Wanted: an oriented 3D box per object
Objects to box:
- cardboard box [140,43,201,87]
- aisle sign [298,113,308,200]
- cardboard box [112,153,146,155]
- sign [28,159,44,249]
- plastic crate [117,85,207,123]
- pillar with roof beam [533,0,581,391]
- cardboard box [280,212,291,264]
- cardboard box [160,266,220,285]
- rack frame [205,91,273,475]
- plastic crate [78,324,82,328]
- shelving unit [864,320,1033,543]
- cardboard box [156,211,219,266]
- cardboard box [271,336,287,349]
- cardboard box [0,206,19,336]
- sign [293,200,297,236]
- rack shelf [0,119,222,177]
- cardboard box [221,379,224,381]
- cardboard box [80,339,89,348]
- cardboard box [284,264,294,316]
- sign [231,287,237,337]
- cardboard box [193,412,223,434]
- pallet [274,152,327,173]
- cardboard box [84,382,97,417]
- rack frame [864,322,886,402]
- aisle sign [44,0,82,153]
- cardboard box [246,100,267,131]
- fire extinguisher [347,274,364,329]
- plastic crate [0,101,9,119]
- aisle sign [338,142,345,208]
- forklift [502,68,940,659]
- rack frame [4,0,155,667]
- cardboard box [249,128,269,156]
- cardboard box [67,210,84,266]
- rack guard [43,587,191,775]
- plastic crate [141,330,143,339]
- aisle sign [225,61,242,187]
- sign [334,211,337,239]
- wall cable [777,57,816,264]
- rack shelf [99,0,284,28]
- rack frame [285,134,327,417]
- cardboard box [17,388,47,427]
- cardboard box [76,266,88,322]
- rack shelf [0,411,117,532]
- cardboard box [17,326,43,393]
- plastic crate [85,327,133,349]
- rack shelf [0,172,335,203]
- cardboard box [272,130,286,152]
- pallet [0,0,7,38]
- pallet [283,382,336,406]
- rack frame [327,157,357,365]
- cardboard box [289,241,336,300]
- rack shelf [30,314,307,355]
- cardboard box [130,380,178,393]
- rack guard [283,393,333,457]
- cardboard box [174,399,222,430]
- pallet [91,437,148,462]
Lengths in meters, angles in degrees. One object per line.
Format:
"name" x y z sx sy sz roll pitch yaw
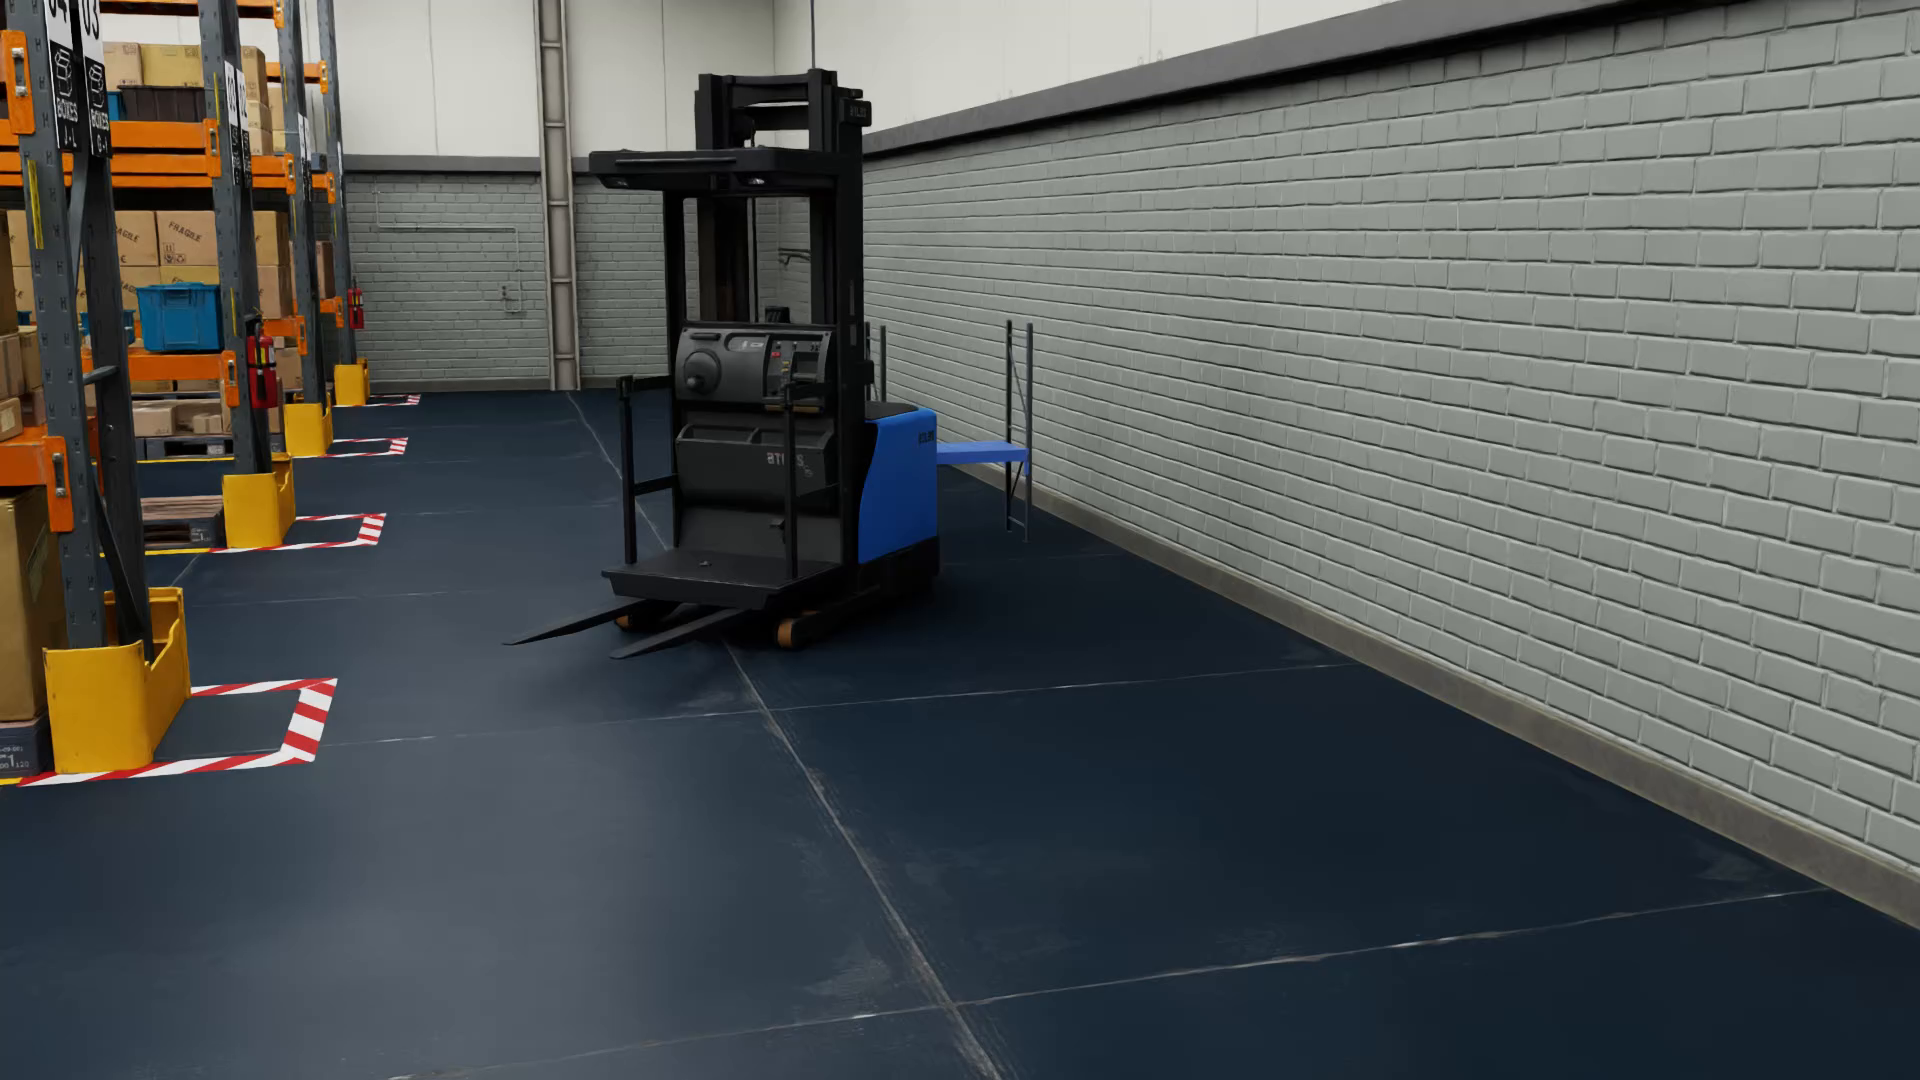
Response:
"cardboard box" -7.340 -4.358 15.610 0.500 0.500 0.700 -3 11 -16
"aisle sign" -6.197 -3.610 15.690 0.004 0.787 0.394 -3 11 -16
"cardboard box" -7.727 -3.660 15.271 0.500 0.250 0.500 -3 11 -16
"sign" -3.444 -1.250 6.198 0.005 0.325 0.100 -3 11 -16
"plastic crate" -5.414 -2.960 11.415 0.590 0.269 0.497 -3 11 -16
"pillar with roof beam" -4.182 -5.731 17.823 0.400 9.000 9.100 -3 11 -16
"cardboard box" -6.847 -2.945 16.223 0.500 0.500 0.500 -3 11 -14
"cardboard box" -7.199 -2.333 15.660 0.500 0.500 0.500 -3 11 -15
"rack frame" -4.967 -1.520 11.517 0.127 3.000 1.000 -3 11 -16
"plastic crate" -6.278 -1.428 11.582 0.298 0.136 0.250 -3 11 -16
"shelving unit" -0.082 -0.733 11.387 1.048 1.500 0.538 -3 11 -16
"cardboard box" -7.183 -2.826 15.574 0.500 0.500 0.500 -3 11 -14
"cardboard box" -8.452 -2.447 20.507 0.250 0.149 0.380 -3 11 -17
"cardboard box" -3.977 -1.030 6.377 0.500 0.500 0.500 -3 11 -15
"sign" -6.212 -3.008 15.533 0.005 0.325 0.100 -3 11 -16
"rack shelf" -6.887 -2.540 10.761 4.000 0.370 1.077 -3 11 -16
"cardboard box" -8.860 -2.141 20.636 0.500 0.500 0.700 -3 11 -16
"cardboard box" -10.450 -2.341 19.933 0.250 0.149 0.380 -3 11 -14
"cardboard box" -6.847 -2.454 16.313 0.500 0.500 0.500 -3 11 -15
"sign" -4.797 -1.505 10.987 0.005 0.325 0.100 -3 11 -16
"cardboard box" -7.215 -1.129 16.004 0.250 0.166 0.380 -3 11 -16
"pallet" -8.445 -4.634 20.395 1.213 0.211 1.003 -3 11 -16
"cardboard box" -8.386 -1.263 15.803 0.637 0.503 0.797 -3 11 -16
"rack frame" -0.570 -0.708 11.247 0.032 1.500 0.500 -3 11 -16
"aisle sign" -3.429 -1.889 6.341 0.004 0.787 0.394 -3 11 -16
"cardboard box" -6.770 -3.958 15.510 0.500 0.250 0.500 -3 11 -16
"fire extinguisher" -7.462 -2.948 20.519 0.183 0.674 0.296 -3 11 -16
"plastic crate" -6.511 -2.935 11.091 0.767 0.338 0.504 -3 11 -16
"aisle sign" -7.583 -4.472 20.373 0.004 0.787 0.394 -3 11 -16
"forklift" -1.196 -0.968 8.711 1.130 2.935 3.031 5 11 24
"rack frame" -3.582 -0.659 6.840 0.127 3.000 1.000 -3 11 -16
"cardboard box" -6.767 -3.711 15.547 0.500 0.250 0.500 -3 11 -16
"cardboard box" -8.173 -2.773 15.286 0.500 0.500 0.500 -3 11 -14
"rack guard" -3.559 0.569 7.073 0.348 0.500 1.175 -3 11 -16
"plastic crate" -5.627 -1.463 11.769 0.298 0.136 0.250 -3 11 -16
"aisle sign" -4.816 -2.751 11.025 0.004 0.787 0.394 -3 11 -16
"sign" -7.598 -3.833 20.230 0.005 0.325 0.100 -3 11 -16
"wall cable" -2.205 -4.889 21.827 0.112 2.526 3.097 -3 11 -16
"rack shelf" -8.268 -4.875 15.168 4.000 0.370 1.077 -3 11 -16
"rack frame" -6.348 -2.381 16.196 0.127 3.000 1.000 -3 11 -16
"cardboard box" -4.016 -0.575 7.077 0.250 0.149 0.380 -3 11 -15
"cardboard box" -8.163 -2.284 15.390 0.500 0.500 0.500 -3 11 -17
"rack shelf" -5.503 -0.204 6.356 4.000 0.370 1.077 -3 11 -16
"cardboard box" -4.119 -0.754 6.950 0.500 0.250 0.500 -3 11 -17
"plastic crate" -5.699 -1.347 11.140 0.243 0.136 0.396 -3 11 -16
"rack shelf" -9.656 -4.262 20.116 4.000 0.370 1.077 -3 11 -16
"cardboard box" -8.365 -4.816 20.115 0.500 0.250 0.500 -3 11 -14
"pallet" -4.292 -2.051 6.363 1.213 0.211 1.003 -3 11 -16
"pallet" -8.482 -1.817 20.831 1.213 0.211 1.003 -3 11 -16
"rack frame" -7.736 -3.242 20.872 0.127 3.000 1.000 -3 11 -16
"cardboard box" -8.223 -3.362 20.695 0.700 0.700 0.980 -3 11 -13
"rack shelf" -8.268 -1.926 15.711 4.000 0.370 1.077 -3 11 -16
"cardboard box" -9.853 -2.087 20.344 0.500 0.500 0.700 -3 11 -15
"rack guard" -6.421 -1.148 16.401 0.348 0.500 1.175 -3 11 -16
"cardboard box" -7.429 -1.242 16.386 0.500 0.250 0.500 -3 11 -16
"pallet" -8.355 -0.904 15.875 1.213 0.211 1.003 -3 11 -16
